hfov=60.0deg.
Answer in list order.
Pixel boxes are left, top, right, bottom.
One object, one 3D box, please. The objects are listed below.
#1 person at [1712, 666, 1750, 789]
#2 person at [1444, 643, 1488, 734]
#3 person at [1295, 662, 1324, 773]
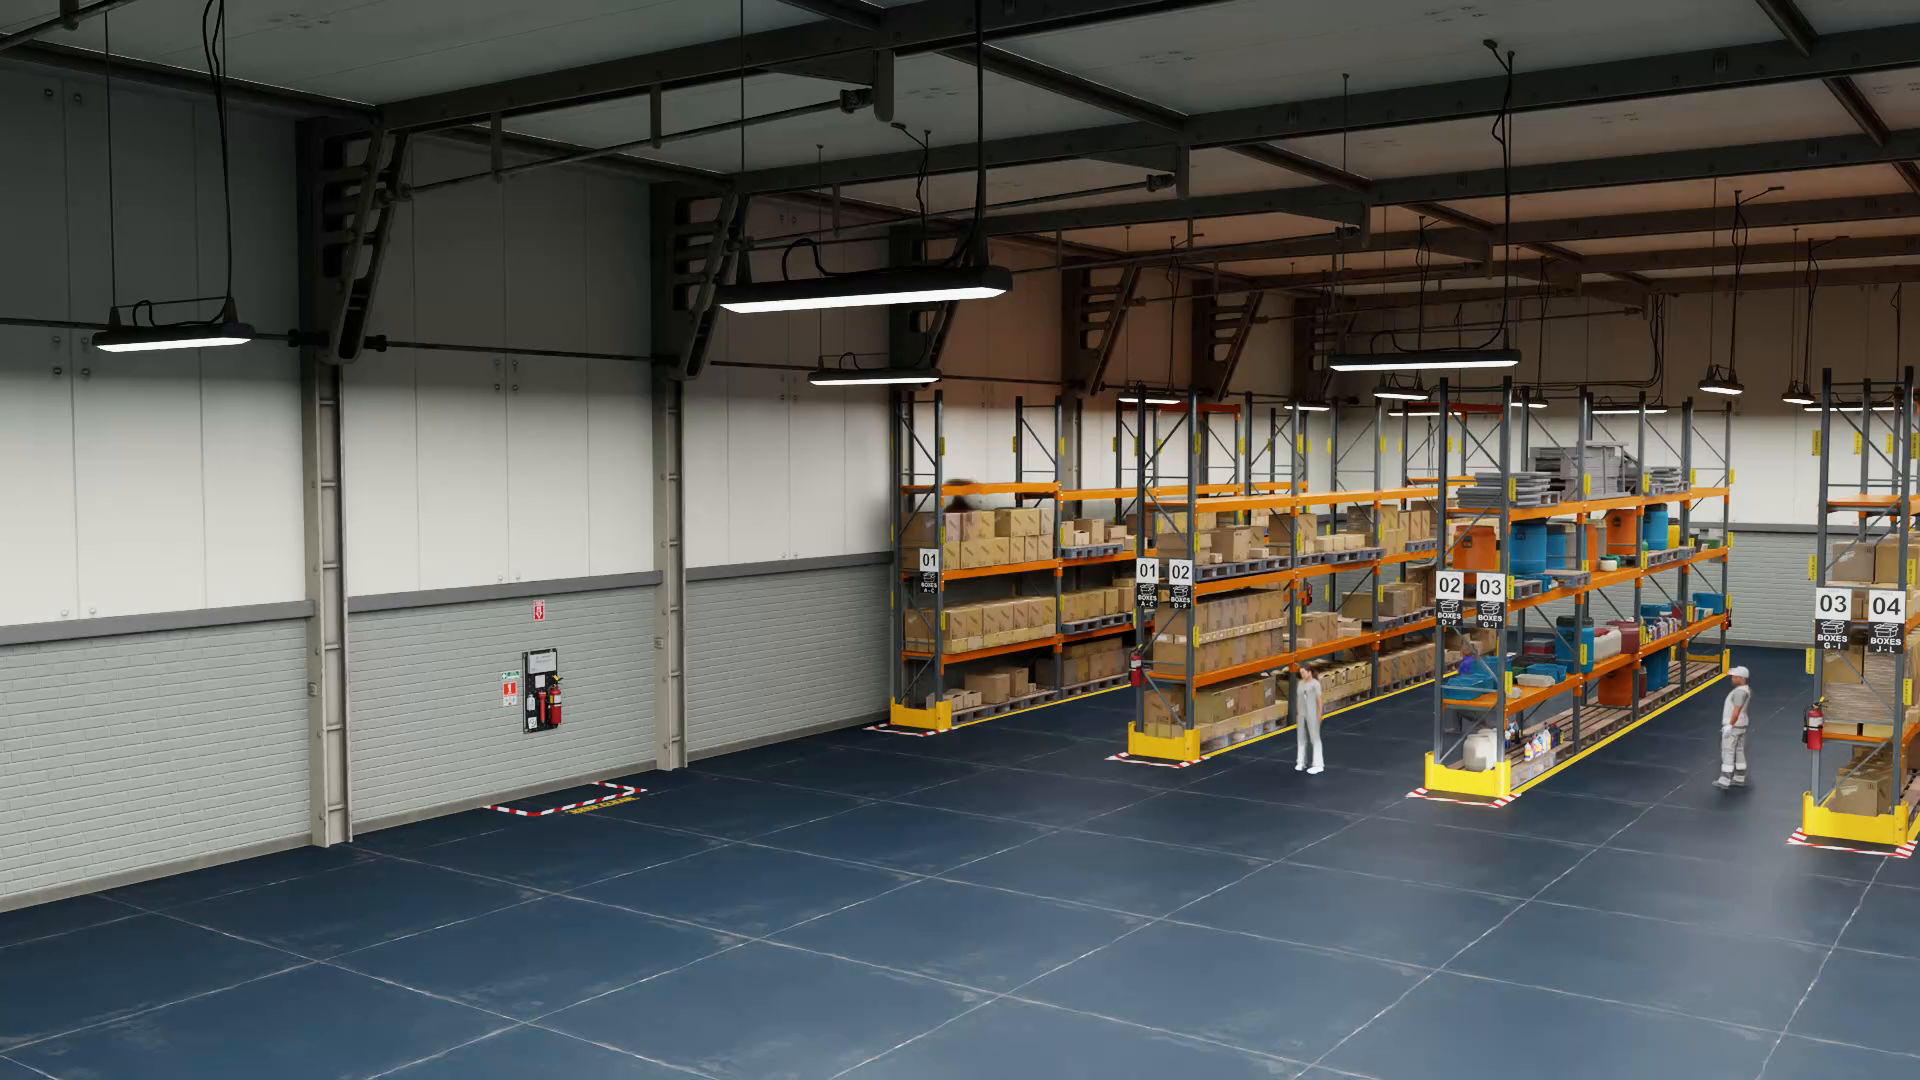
[{"bbox_3d":[11.301,2.740,24.327,0.609,1.789,0.489,-3,5,-45],"label":"person"},{"bbox_3d":[8.745,2.574,28.695,0.659,1.603,0.624,0,3,6],"label":"person"},{"bbox_3d":[5.370,2.719,25.626,0.393,1.676,0.531,-2,4,-32],"label":"person"}]
